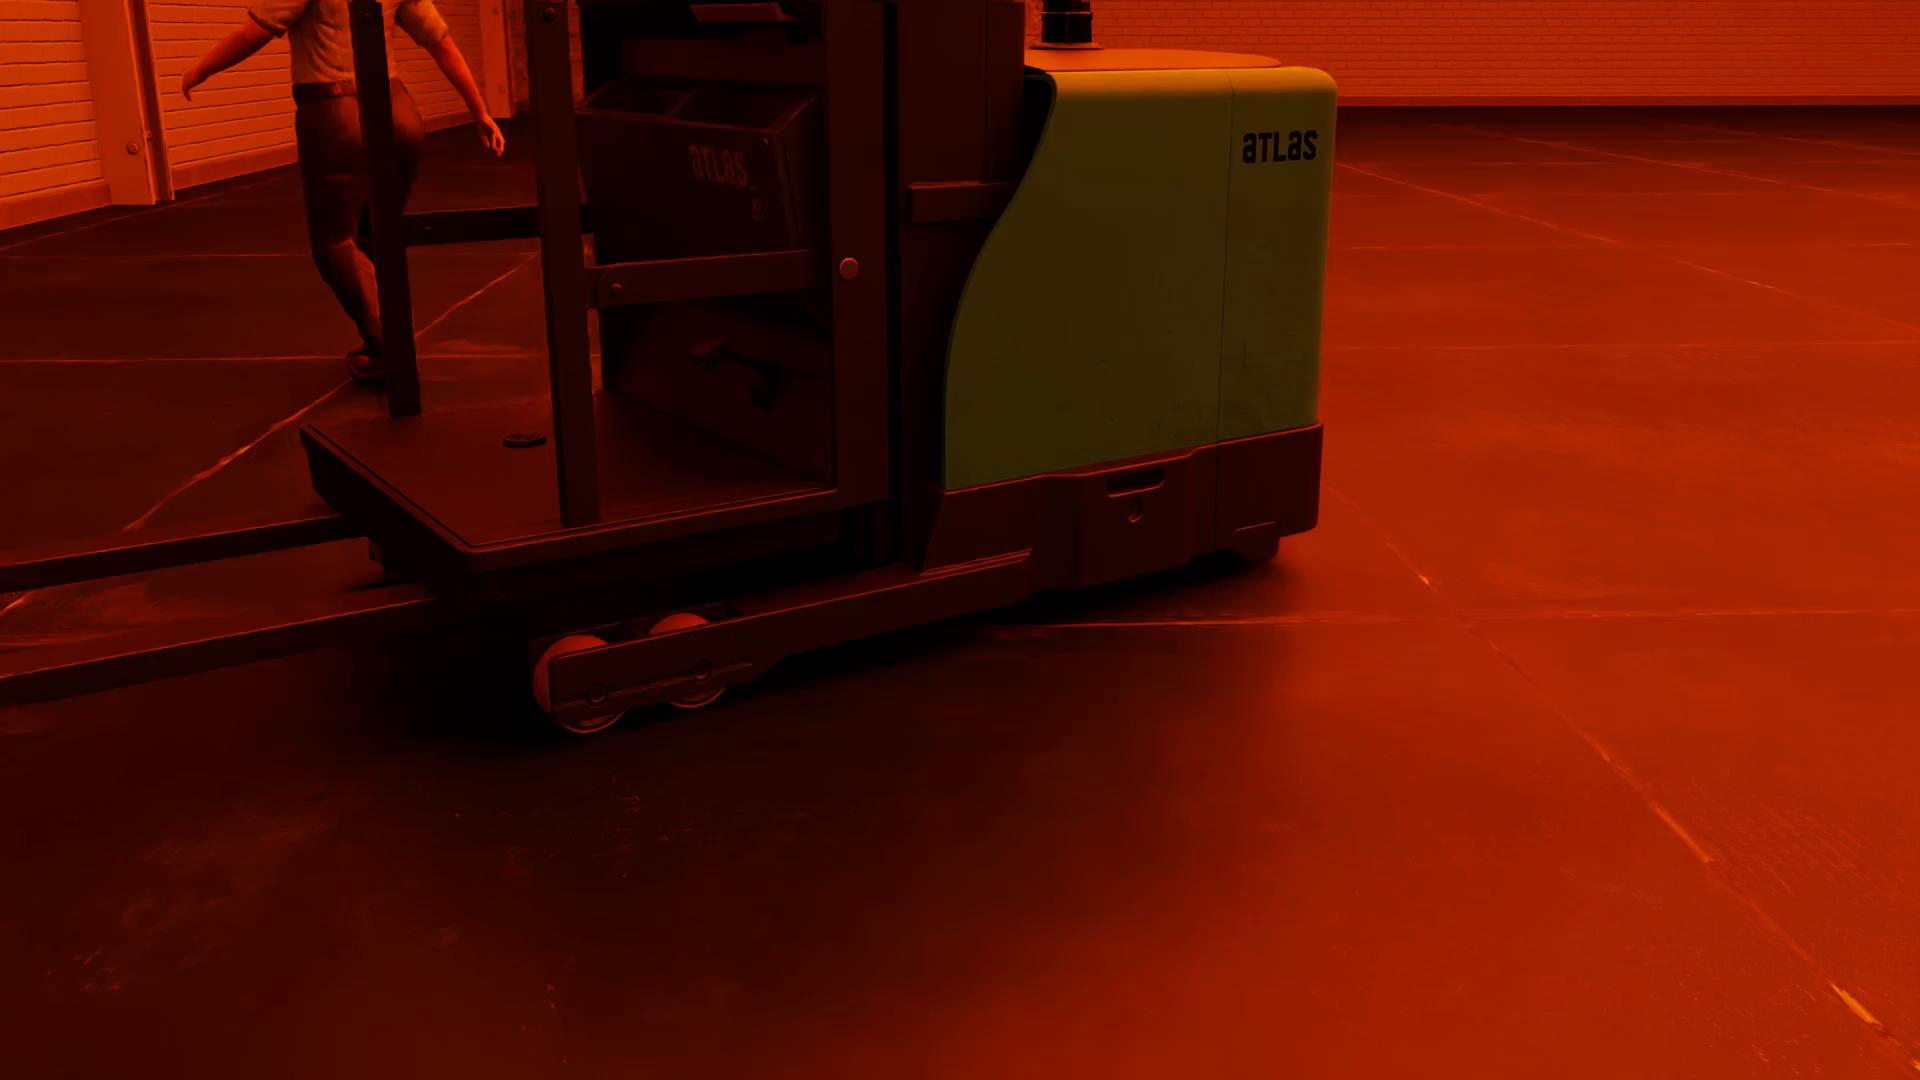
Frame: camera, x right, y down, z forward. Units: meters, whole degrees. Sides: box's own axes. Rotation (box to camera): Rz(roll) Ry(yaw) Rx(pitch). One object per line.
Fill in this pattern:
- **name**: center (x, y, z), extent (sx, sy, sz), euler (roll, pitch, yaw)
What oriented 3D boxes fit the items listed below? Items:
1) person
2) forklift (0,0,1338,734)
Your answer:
- **person**: center (-2.034, -1.365, 5.635), extent (0.718, 1.631, 0.884), euler (14, 22, 38)
- **forklift**: center (-0.690, -1.247, 2.983), extent (3.031, 2.935, 1.130), euler (-11, 20, -32)
